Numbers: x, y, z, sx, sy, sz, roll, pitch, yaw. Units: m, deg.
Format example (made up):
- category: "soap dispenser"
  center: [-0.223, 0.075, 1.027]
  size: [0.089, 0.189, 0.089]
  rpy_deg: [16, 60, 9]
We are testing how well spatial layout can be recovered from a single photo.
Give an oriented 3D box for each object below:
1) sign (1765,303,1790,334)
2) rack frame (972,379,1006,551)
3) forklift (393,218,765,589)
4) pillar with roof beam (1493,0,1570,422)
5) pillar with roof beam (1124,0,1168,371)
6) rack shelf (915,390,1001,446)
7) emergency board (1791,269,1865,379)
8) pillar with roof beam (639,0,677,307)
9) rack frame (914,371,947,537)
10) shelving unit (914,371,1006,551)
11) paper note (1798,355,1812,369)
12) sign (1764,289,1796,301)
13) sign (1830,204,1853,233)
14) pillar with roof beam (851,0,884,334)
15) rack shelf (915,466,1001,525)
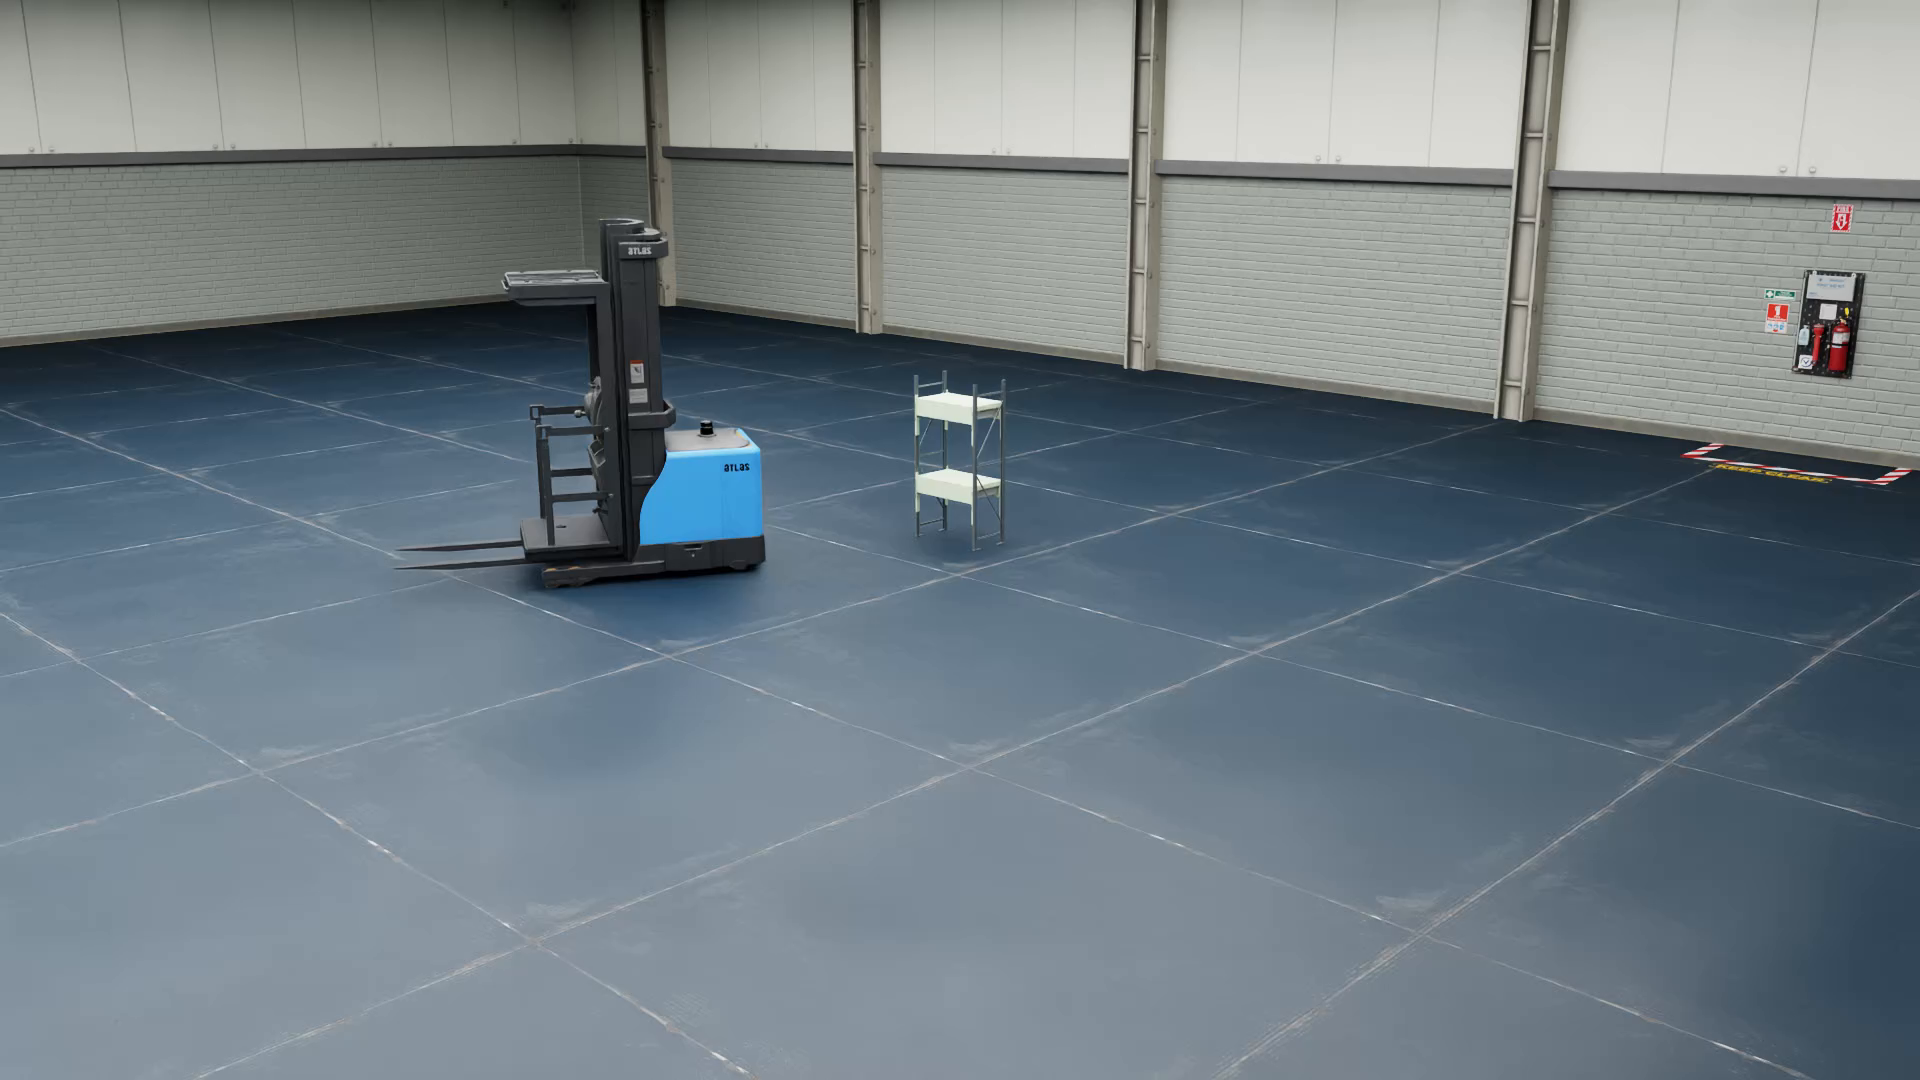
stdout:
- category: "sign"
  center: [9.293, -2.523, 18.913]
  size: [0.234, 0.329, 0.001]
  rpy_deg: [14, 20, 42]
- category: "rack frame"
  center: [0.259, -0.663, 14.820]
  size: [0.023, 1.500, 0.400]
  rpy_deg: [14, 20, 42]
- category: "forklift"
  center: [-3.247, -1.166, 13.913]
  size: [3.031, 2.935, 1.130]
  rpy_deg: [-4, 15, -17]
- category: "pillar with roof beam"
  center: [4.064, -5.123, 17.063]
  size: [0.400, 9.000, 9.100]
  rpy_deg: [14, 20, 42]
- category: "pillar with roof beam"
  center: [-0.255, -6.173, 21.093]
  size: [0.400, 9.000, 9.100]
  rpy_deg: [14, 20, 42]
- category: "rack shelf"
  center: [-0.005, -1.105, 14.967]
  size: [0.720, 0.370, 0.431]
  rpy_deg: [14, 20, 42]
- category: "emergency board"
  center: [9.619, -2.390, 18.474]
  size: [0.643, 1.169, 0.194]
  rpy_deg: [14, 20, 42]
- category: "pillar with roof beam"
  center: [-8.893, -8.273, 29.153]
  size: [0.400, 9.000, 9.100]
  rpy_deg: [14, 20, 42]
- category: "rack frame"
  center: [-0.268, -0.791, 15.311]
  size: [0.023, 1.500, 0.400]
  rpy_deg: [14, 20, 42]
- category: "shelving unit"
  center: [-0.005, -0.727, 15.065]
  size: [0.755, 1.500, 0.431]
  rpy_deg: [14, 20, 42]
- category: "paper note"
  center: [9.540, -2.007, 18.753]
  size: [0.142, 0.148, 0.016]
  rpy_deg: [14, 20, 42]
- category: "sign"
  center: [9.290, -2.777, 18.837]
  size: [0.331, 0.109, 0.001]
  rpy_deg: [14, 20, 42]
- category: "sign"
  center: [9.683, -3.532, 18.257]
  size: [0.199, 0.298, 0.001]
  rpy_deg: [14, 20, 42]
- category: "pillar with roof beam"
  center: [-4.574, -7.223, 25.123]
  size: [0.400, 9.000, 9.100]
  rpy_deg: [14, 20, 42]
- category: "rack shelf"
  center: [-0.005, -0.411, 15.148]
  size: [0.720, 0.370, 0.431]
  rpy_deg: [14, 20, 42]
